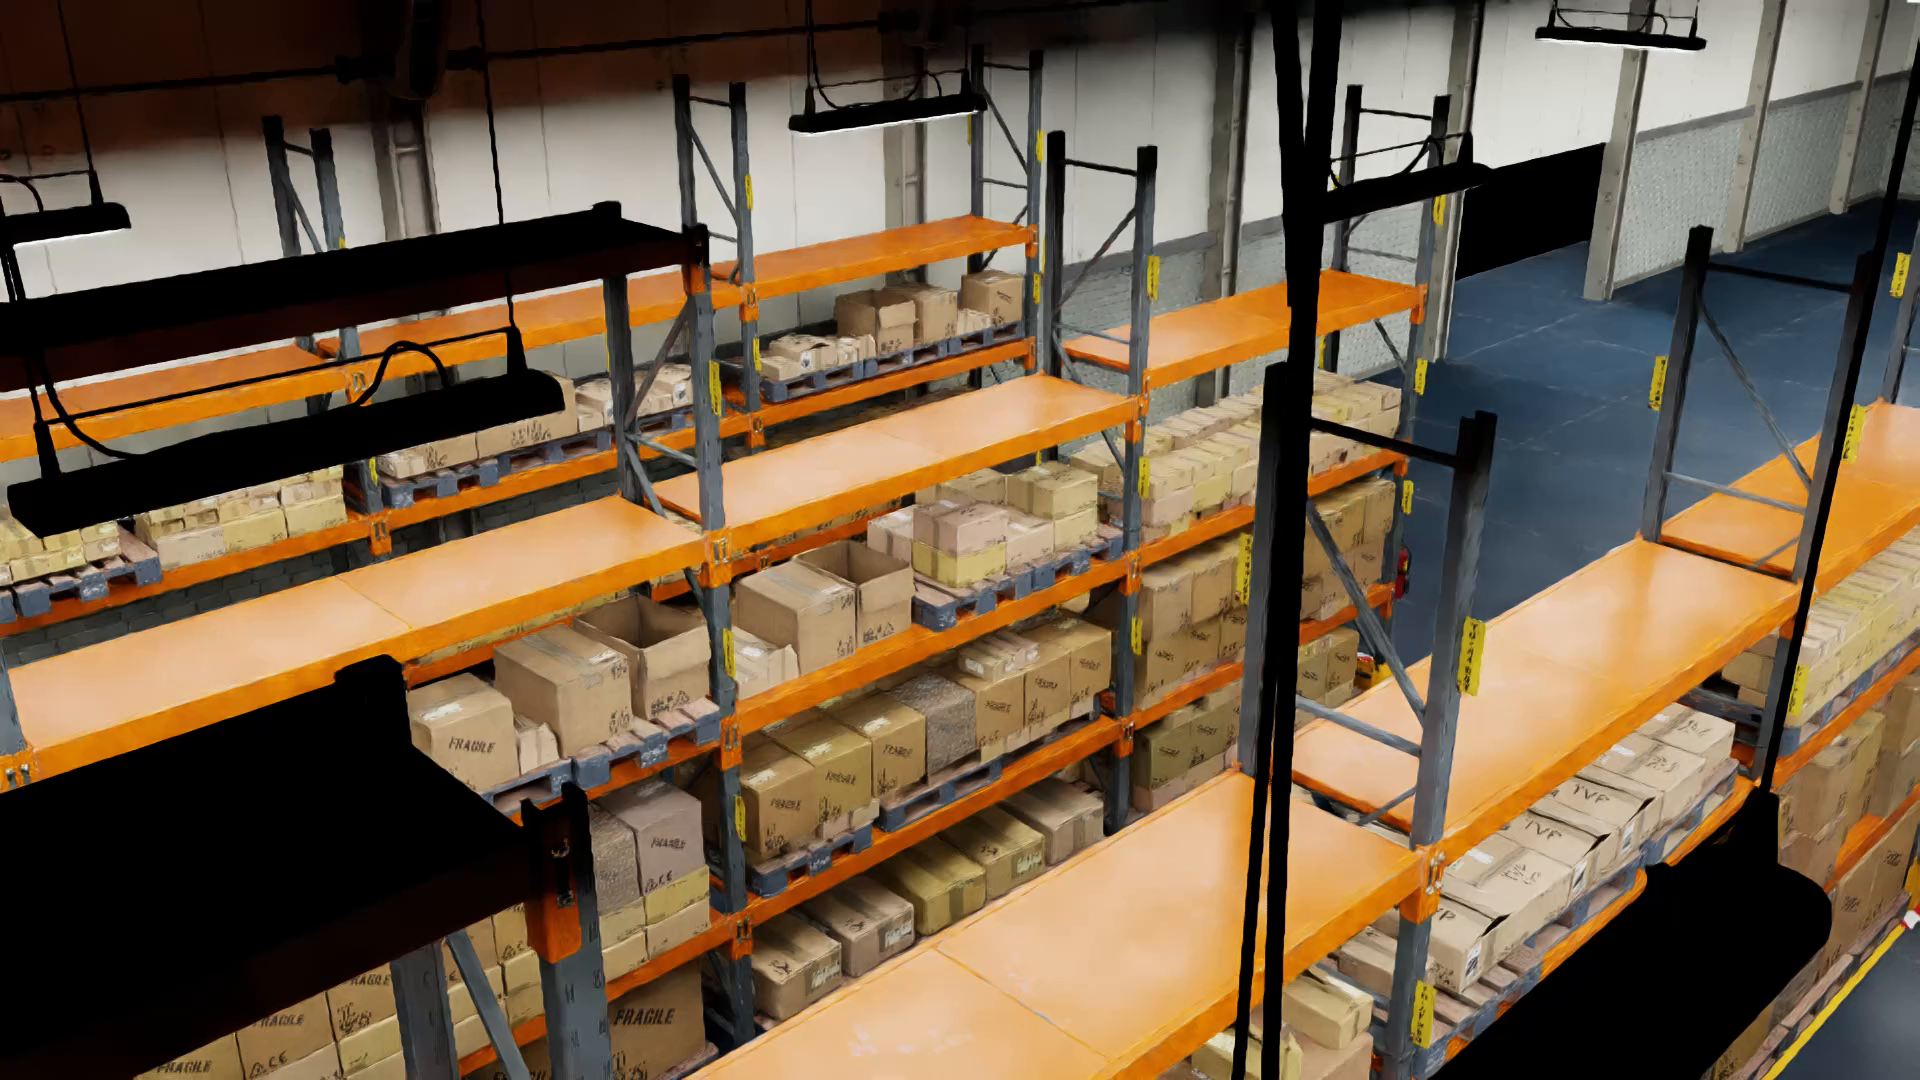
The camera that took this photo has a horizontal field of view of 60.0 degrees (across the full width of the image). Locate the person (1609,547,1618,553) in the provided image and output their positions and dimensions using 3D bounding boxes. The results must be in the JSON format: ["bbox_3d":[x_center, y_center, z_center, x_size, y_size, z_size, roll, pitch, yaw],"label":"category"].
[{"bbox_3d":[6.335,0.863,16.415,0.483,1.768,0.645,5,23,11],"label":"person"}]
